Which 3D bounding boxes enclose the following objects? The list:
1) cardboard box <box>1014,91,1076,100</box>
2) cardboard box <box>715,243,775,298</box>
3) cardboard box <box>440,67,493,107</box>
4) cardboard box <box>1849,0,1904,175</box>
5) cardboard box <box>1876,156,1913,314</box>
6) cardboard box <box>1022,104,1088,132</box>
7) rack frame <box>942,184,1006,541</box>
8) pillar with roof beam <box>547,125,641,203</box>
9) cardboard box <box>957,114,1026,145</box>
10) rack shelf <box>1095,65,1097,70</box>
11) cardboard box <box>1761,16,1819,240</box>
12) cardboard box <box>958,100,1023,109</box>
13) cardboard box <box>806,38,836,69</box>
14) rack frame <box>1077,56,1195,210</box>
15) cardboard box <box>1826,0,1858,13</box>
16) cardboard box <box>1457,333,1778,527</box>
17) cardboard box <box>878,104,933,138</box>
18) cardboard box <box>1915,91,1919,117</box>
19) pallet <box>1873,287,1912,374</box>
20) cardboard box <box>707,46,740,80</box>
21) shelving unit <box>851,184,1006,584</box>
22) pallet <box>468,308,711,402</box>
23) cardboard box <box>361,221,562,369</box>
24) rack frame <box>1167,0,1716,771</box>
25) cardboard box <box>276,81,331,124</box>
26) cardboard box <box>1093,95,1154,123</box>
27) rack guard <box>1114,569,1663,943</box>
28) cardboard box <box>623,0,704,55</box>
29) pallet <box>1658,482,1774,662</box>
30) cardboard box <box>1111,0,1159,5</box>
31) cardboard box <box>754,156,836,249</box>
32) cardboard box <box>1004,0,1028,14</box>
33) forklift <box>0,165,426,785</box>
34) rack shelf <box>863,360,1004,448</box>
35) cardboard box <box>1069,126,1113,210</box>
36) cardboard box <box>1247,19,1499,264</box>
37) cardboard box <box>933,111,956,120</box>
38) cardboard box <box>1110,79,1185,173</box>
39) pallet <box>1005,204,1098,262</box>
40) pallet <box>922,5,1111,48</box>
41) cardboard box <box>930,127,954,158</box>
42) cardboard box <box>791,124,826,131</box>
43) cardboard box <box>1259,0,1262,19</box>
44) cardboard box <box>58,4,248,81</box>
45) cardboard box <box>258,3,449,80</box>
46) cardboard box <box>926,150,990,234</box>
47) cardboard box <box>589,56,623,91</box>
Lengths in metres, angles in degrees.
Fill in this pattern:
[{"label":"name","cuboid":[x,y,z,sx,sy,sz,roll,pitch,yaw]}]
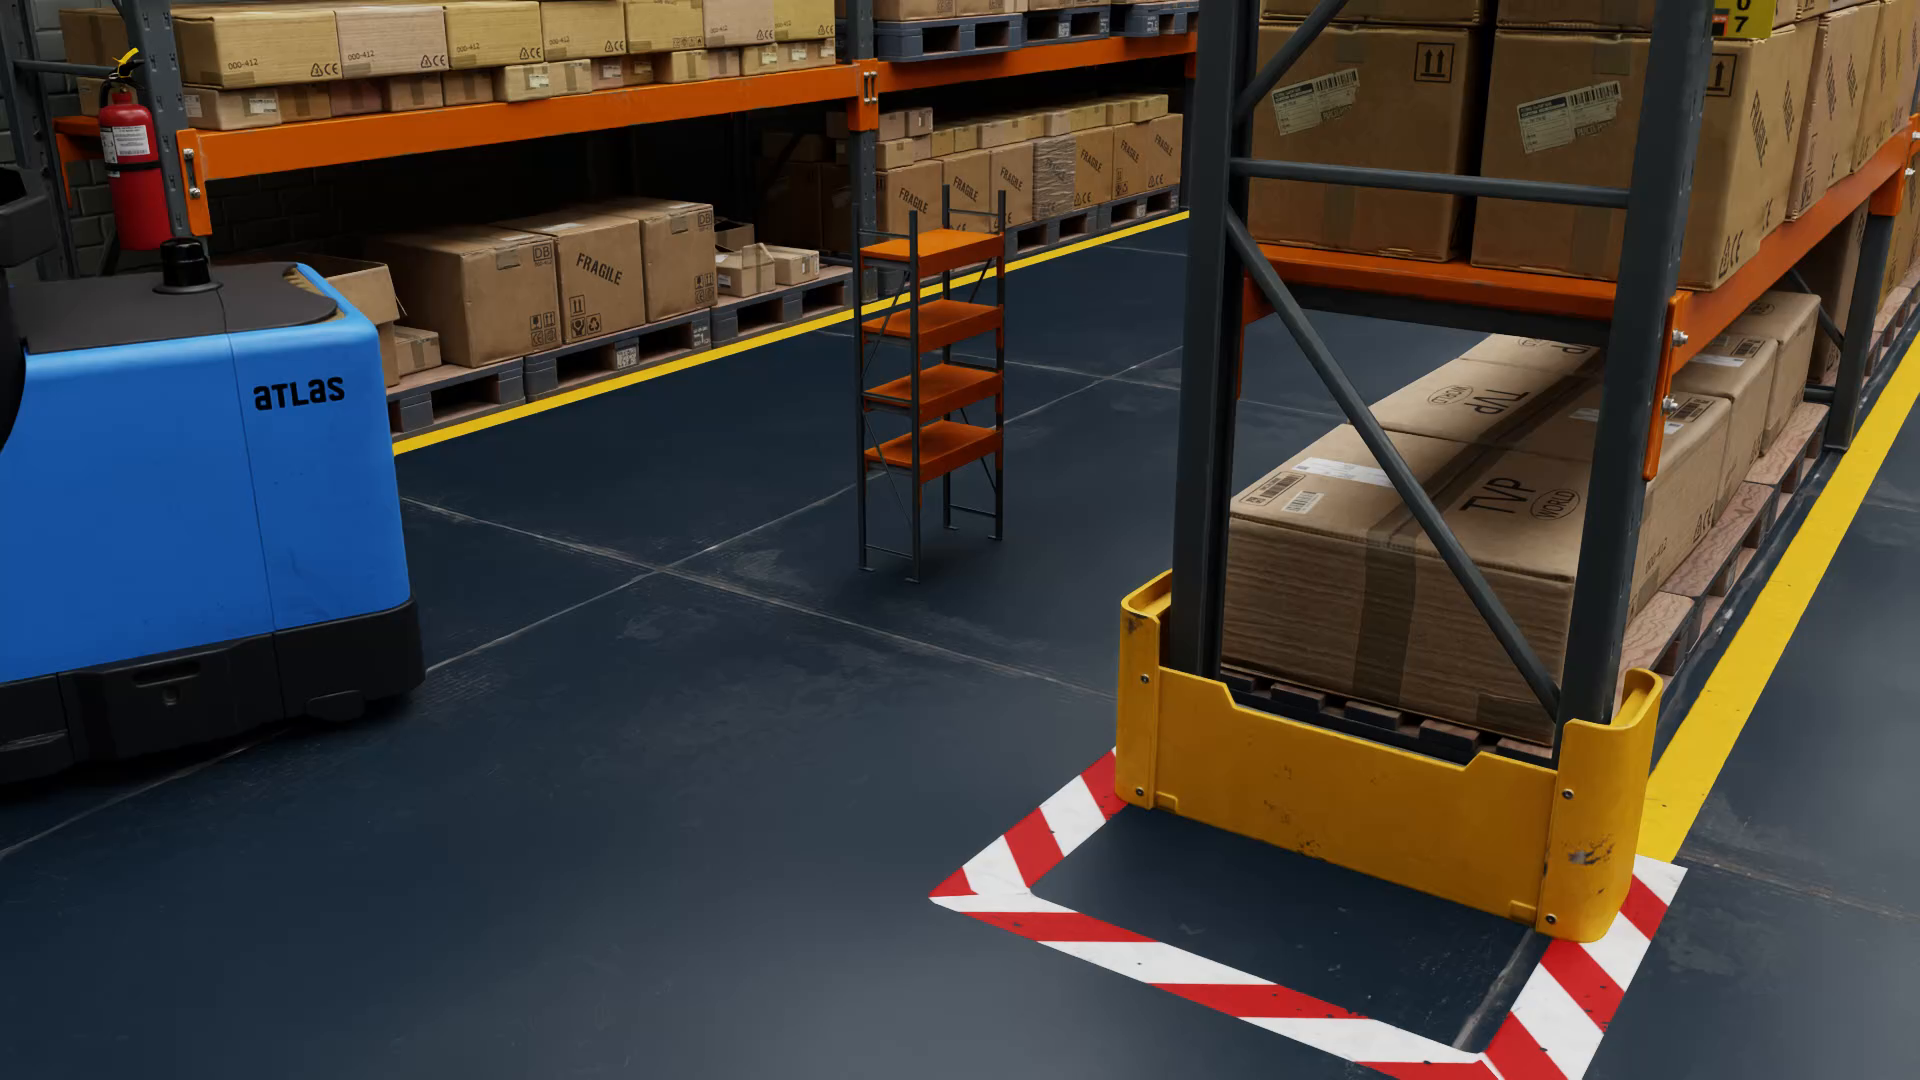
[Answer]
[{"label":"cardboard box","cuboid":[0.616,-3.155,12.033,0.380,0.149,0.250,14,25,33]},{"label":"cardboard box","cuboid":[-1.182,-1.433,8.651,0.396,0.266,0.258,14,25,34]},{"label":"cardboard box","cuboid":[-2.186,-1.915,6.982,0.380,0.149,0.250,14,24,33]},{"label":"cardboard box","cuboid":[2.592,-1.439,5.188,0.500,0.500,0.500,13,24,31]},{"label":"cardboard box","cuboid":[3.980,-1.526,8.023,0.875,0.875,0.875,14,25,33]},{"label":"cardboard box","cuboid":[0.632,-2.834,11.165,0.380,0.149,0.250,13,24,31]},{"label":"rack frame","cuboid":[0.044,-0.585,5.618,0.240,1.200,0.015,13,24,32]},{"label":"pillar with roof beam","cuboid":[1.513,-4.788,5.739,9.100,9.000,0.400,13,24,32]},{"label":"cardboard box","cuboid":[0.193,-2.605,10.546,0.380,0.149,0.250,14,25,34]},{"label":"rack shelf","cuboid":[2.462,-4.222,13.893,1.077,0.370,4.000,13,24,32]},{"label":"cardboard box","cuboid":[1.717,-1.003,4.008,0.500,0.500,0.500,13,24,31]},{"label":"cardboard box","cuboid":[0.206,-2.924,11.408,0.380,0.149,0.250,13,24,31]},{"label":"cardboard box","cuboid":[-0.881,-2.580,8.777,0.380,0.149,0.250,14,24,33]},{"label":"rack frame","cuboid":[1.338,-3.986,12.217,1.000,3.000,0.127,13,24,32]},{"label":"cardboard box","cuboid":[2.021,-1.620,4.236,0.500,0.500,0.500,13,24,31]},{"label":"cardboard box","cuboid":[2.252,-0.450,5.746,0.875,0.438,0.875,12,24,30]},{"label":"cardboard box","cuboid":[-0.382,-2.441,9.675,0.380,0.149,0.250,12,23,29]},{"label":"cardboard box","cuboid":[3.662,-1.876,6.728,0.500,0.250,0.500,13,24,31]},{"label":"pallet","cuboid":[4.253,-1.151,8.572,1.003,0.211,1.213,13,24,32]},{"label":"cardboard box","cuboid":[-1.305,-2.351,8.160,0.380,0.149,0.250,14,24,33]},{"label":"shelving unit","cuboid":[-0.093,-0.515,5.428,0.258,1.200,0.503,13,24,32]},{"label":"pallet","cuboid":[-1.983,-0.982,8.115,1.003,0.211,1.213,13,24,32]},{"label":"cardboard box","cuboid":[-2.224,-1.110,7.439,0.700,0.500,0.500,14,25,34]},{"label":"rack frame","cuboid":[0.948,-0.723,3.397,1.000,3.000,0.127,13,24,32]},{"label":"cardboard box","cuboid":[-2.643,-1.695,6.387,0.380,0.149,0.250,14,24,33]},{"label":"cardboard box","cuboid":[1.142,-3.039,11.720,0.380,0.149,0.250,12,23,29]},{"label":"rack guard","cuboid":[0.935,0.456,3.812,1.175,0.500,0.348,13,24,32]},{"label":"cardboard box","cuboid":[-1.556,-2.426,7.788,0.500,0.250,0.500,13,24,31]},{"label":"pallet","cuboid":[2.019,-0.009,5.485,1.003,0.211,1.213,13,24,32]},{"label":"cardboard box","cuboid":[1.013,-3.747,11.181,0.500,0.250,0.500,12,23,29]},{"label":"cardboard box","cuboid":[-0.879,-2.061,10.012,0.500,0.500,0.500,13,24,32]},{"label":"cardboard box","cuboid":[0.188,-3.296,9.940,0.396,0.266,0.258,15,25,34]},{"label":"forklift","cuboid":[-2.991,-0.804,3.713,3.031,2.935,1.130,-11,23,-28]},{"label":"rack shelf","cuboid":[-0.093,-0.452,5.452,0.258,0.148,0.480,13,24,32]},{"label":"cardboard box","cuboid":[0.696,-2.555,11.346,0.500,0.500,0.500,15,25,34]},{"label":"cardboard box","cuboid":[1.000,-0.960,3.893,0.500,0.500,0.500,13,24,32]},{"label":"cardboard box","cuboid":[-0.250,-2.708,10.826,0.380,0.149,0.250,14,24,33]},{"label":"cardboard box","cuboid":[1.700,-3.245,13.032,0.875,0.625,0.625,14,25,34]},{"label":"pallet","cuboid":[0.201,-2.122,11.199,1.003,0.211,1.213,13,24,32]},{"label":"pallet","cuboid":[0.249,-3.337,10.739,1.003,0.211,1.213,13,24,32]},{"label":"cardboard box","cuboid":[-0.262,-2.388,9.961,0.380,0.149,0.250,12,23,29]},{"label":"cardboard box","cuboid":[-0.799,-2.405,10.007,0.380,0.149,0.250,13,24,32]},{"label":"cardboard box","cuboid":[2.076,-4.138,12.845,0.500,0.250,0.500,13,24,31]},{"label":"cardboard box","cuboid":[-3.120,-1.943,6.482,0.500,0.250,0.500,14,25,33]},{"label":"cardboard box","cuboid":[-2.398,-1.982,6.587,0.500,0.250,0.500,14,24,32]},{"label":"cardboard box","cuboid":[-0.161,-2.112,10.150,0.500,0.500,0.500,13,24,31]},{"label":"cardboard box","cuboid":[-1.763,-2.140,7.589,0.380,0.149,0.250,13,24,32]}]
